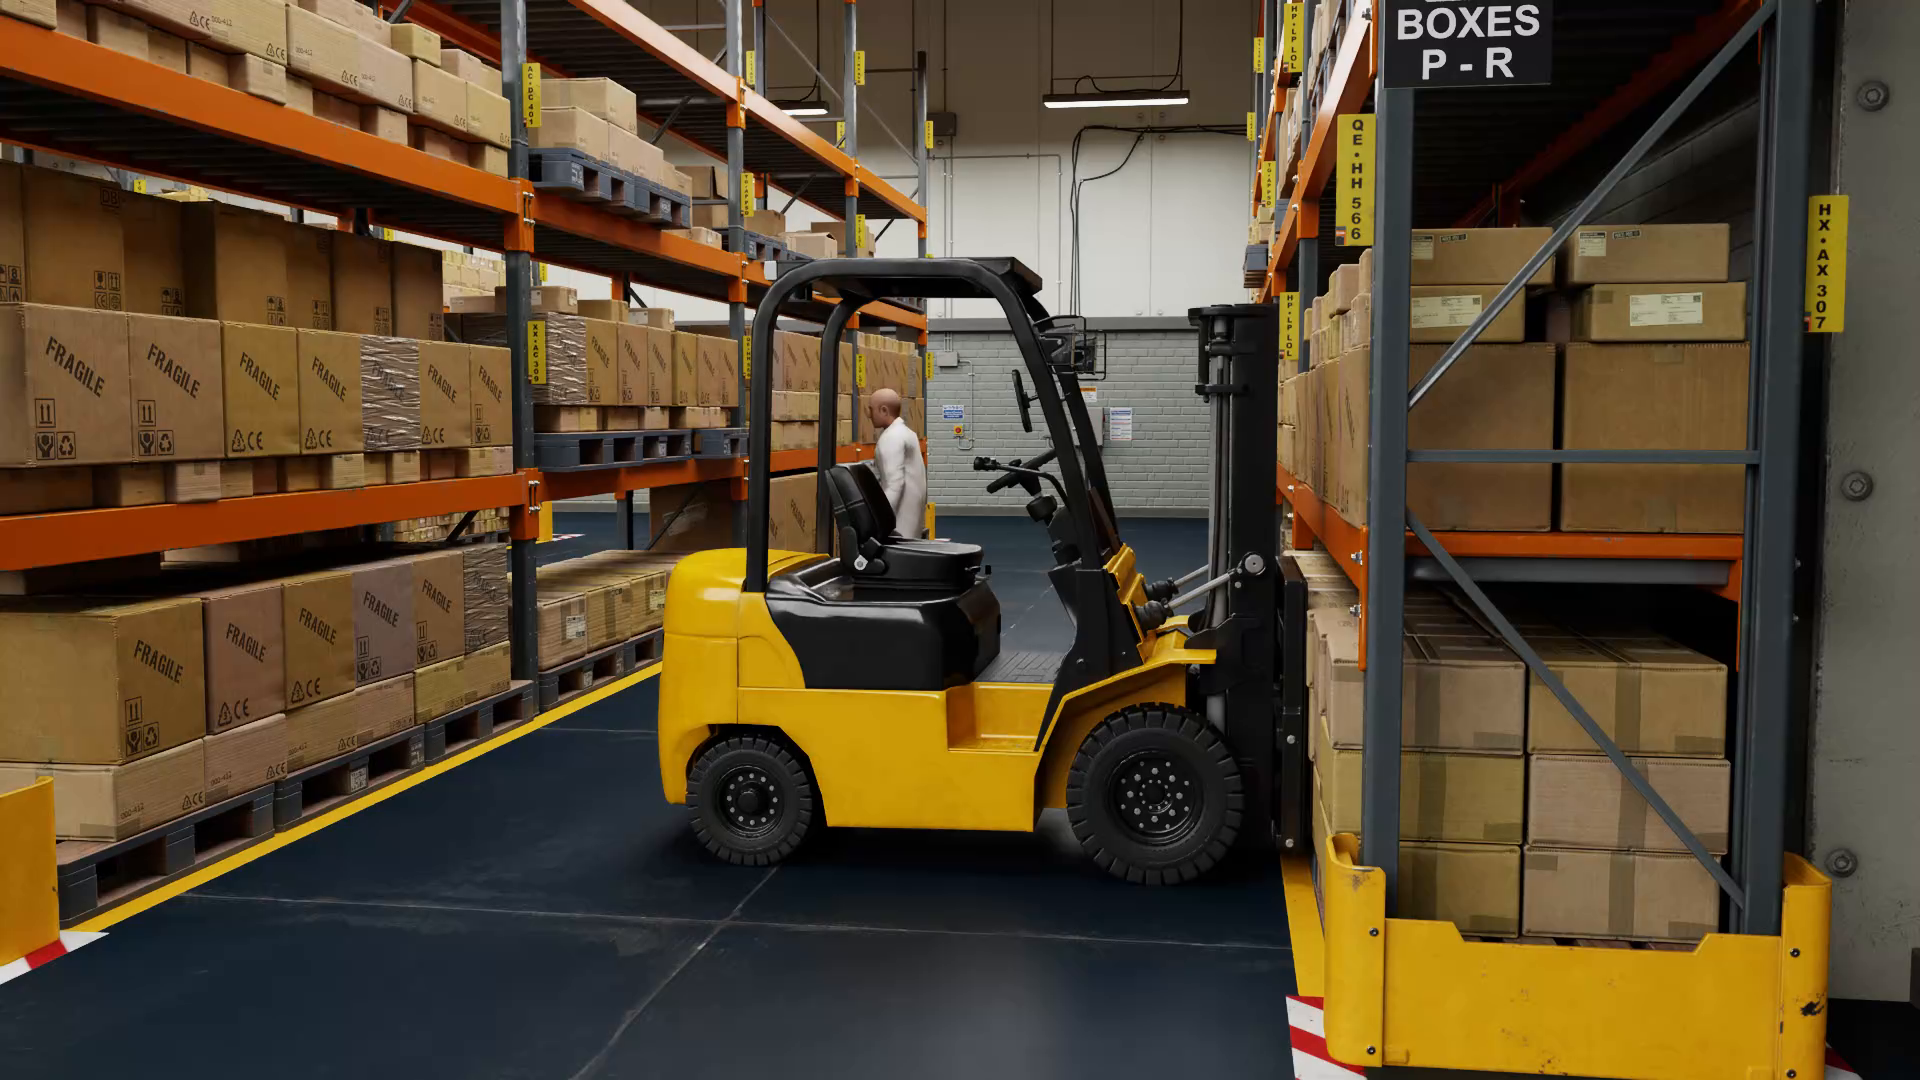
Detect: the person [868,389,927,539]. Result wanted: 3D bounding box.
[{"bbox_3d":[-0.427,-0.090,10.771,0.418,1.773,0.643,1,4,9],"label":"person"}]
